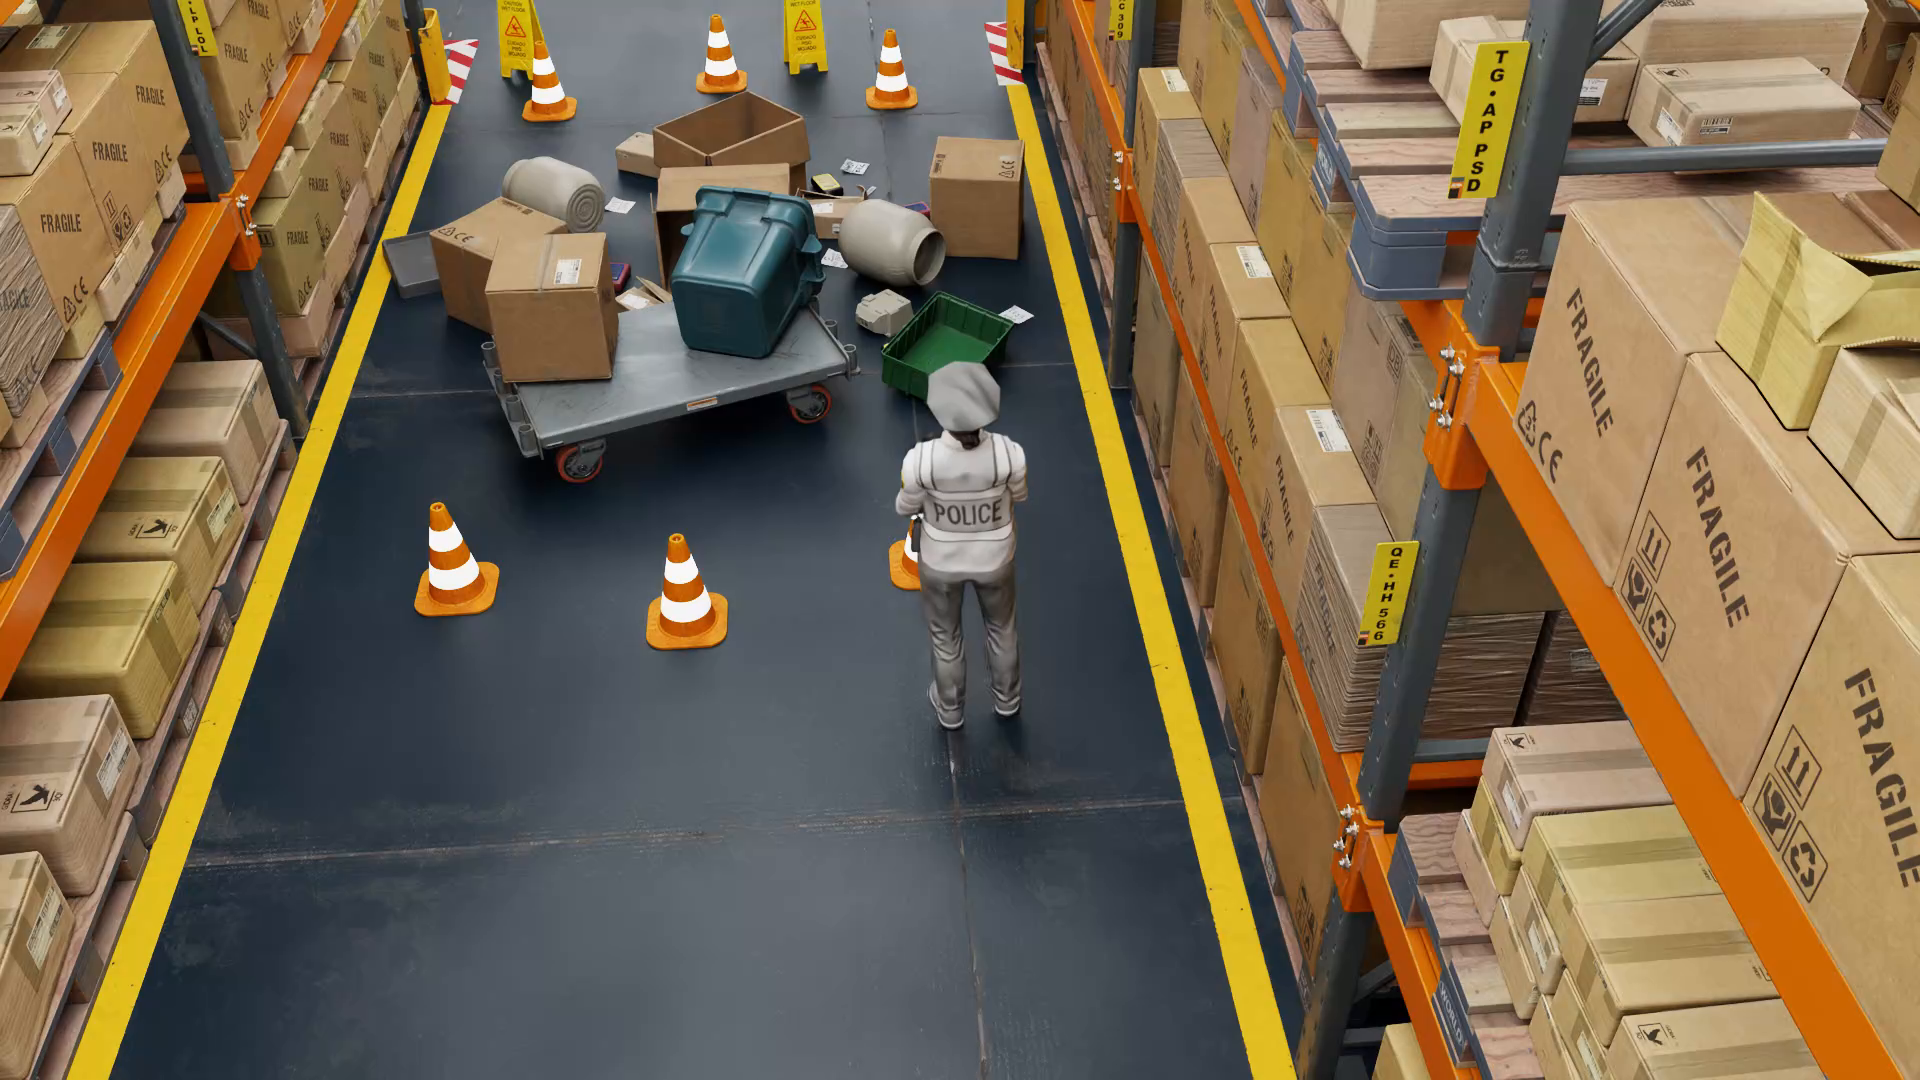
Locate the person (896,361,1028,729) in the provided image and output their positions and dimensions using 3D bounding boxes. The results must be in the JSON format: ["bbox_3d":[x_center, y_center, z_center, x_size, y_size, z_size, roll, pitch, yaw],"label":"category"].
[{"bbox_3d":[0.014,0.020,6.099,0.492,1.701,0.539,-3,39,-4],"label":"person"}]
